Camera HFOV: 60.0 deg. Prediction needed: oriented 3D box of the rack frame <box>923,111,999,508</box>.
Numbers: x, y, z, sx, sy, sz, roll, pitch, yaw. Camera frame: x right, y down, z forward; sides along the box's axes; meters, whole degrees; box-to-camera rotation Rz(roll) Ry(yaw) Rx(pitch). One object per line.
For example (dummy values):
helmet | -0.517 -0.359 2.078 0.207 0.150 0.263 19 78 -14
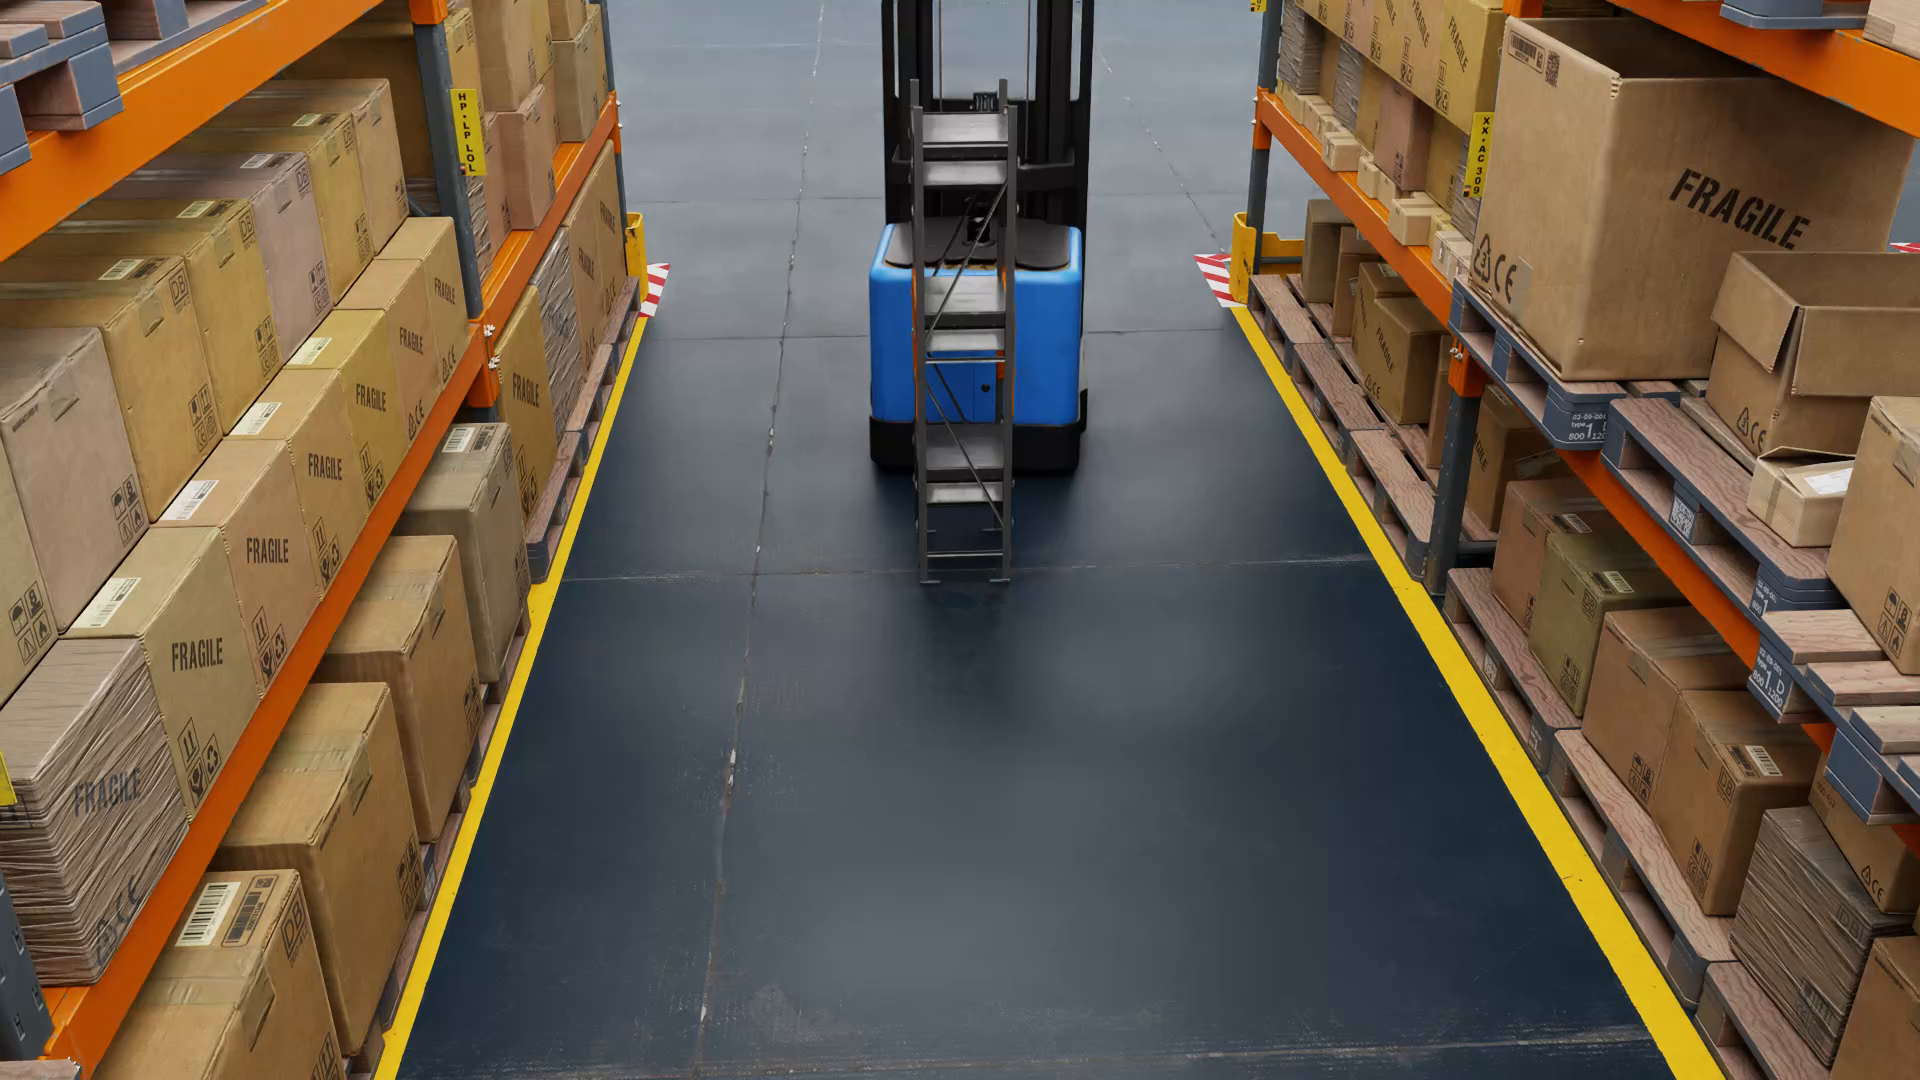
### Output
rack frame | -0.005 -0.967 7.334 0.380 1.831 0.006 -1 28 -3

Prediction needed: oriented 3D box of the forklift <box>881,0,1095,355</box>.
forklift | 0.160 -2.294 8.978 1.121 2.935 3.031 2 28 3

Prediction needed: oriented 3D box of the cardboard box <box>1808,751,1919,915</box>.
cardboard box | 2.660 0.756 4.472 0.500 0.250 0.500 2 28 3

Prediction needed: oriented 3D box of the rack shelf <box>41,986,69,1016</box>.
rack shelf | -2.300 0.111 4.860 0.919 0.124 3.809 -1 28 -3

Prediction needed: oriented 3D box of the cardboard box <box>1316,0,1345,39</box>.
cardboard box | 2.148 -2.862 8.483 0.500 0.500 0.500 -1 28 -3

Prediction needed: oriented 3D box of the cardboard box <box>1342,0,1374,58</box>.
cardboard box | 2.180 -2.632 8.041 0.500 0.500 0.500 -1 28 -3

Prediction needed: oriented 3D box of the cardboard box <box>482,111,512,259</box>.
cardboard box | -2.487 -1.535 7.287 0.875 0.550 0.550 -1 28 -3

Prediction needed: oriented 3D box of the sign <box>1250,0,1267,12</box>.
sign | 1.803 -3.336 9.966 0.100 0.325 0.005 -1 28 -3

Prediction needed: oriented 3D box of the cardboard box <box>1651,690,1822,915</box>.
cardboard box | 2.629 0.816 5.169 0.700 0.500 0.500 1 28 2

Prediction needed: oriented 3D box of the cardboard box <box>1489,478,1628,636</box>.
cardboard box | 2.564 0.079 6.582 0.700 0.500 0.500 -3 28 -7

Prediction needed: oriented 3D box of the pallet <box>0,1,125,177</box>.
pallet | -2.282 -0.740 2.886 1.213 0.211 1.003 0 28 0

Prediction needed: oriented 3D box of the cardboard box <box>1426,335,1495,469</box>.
cardboard box | 2.555 -2.010 8.730 1.144 2.239 2.984 7 28 14

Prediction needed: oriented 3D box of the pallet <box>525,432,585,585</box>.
pallet | -2.366 -0.162 7.832 1.003 0.211 1.213 -1 28 -3

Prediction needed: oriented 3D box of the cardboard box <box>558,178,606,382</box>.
cardboard box | -2.464 -1.419 9.070 0.875 0.875 0.875 -2 28 -3

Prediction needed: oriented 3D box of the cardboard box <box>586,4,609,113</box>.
cardboard box | -2.549 -2.788 9.691 0.875 0.550 0.550 -1 28 -3

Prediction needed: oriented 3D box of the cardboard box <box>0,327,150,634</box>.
cardboard box | -2.237 -0.127 3.560 0.700 0.500 0.500 -2 28 -3

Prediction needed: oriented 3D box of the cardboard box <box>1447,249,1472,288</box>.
cardboard box | 2.249 -1.099 6.885 0.380 0.149 0.250 -1 28 -3

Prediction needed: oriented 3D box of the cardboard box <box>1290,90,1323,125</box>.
cardboard box | 2.114 -2.485 9.542 0.380 0.149 0.250 -1 28 -3

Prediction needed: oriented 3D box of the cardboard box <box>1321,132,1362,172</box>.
cardboard box | 2.103 -2.022 8.654 0.380 0.149 0.250 -1 28 -3

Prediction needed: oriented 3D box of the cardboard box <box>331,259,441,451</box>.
cardboard box | -2.084 -0.622 5.590 0.500 0.500 0.500 -2 28 -3

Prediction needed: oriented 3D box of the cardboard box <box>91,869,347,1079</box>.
cardboard box | -2.138 1.330 3.935 1.050 0.750 0.750 -2 28 -3

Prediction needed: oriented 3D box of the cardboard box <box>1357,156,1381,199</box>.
cardboard box | 2.185 -1.792 8.214 0.380 0.149 0.250 -1 28 -3

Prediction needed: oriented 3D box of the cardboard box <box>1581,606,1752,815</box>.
cardboard box | 2.600 0.558 5.663 0.730 0.500 0.544 -2 28 -4

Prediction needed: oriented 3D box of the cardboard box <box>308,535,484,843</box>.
cardboard box | -2.236 0.496 5.533 1.050 0.750 0.750 -1 28 -3

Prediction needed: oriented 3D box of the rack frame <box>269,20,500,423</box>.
rack frame | -2.405 -1.045 6.510 1.000 3.000 0.127 -1 28 -3

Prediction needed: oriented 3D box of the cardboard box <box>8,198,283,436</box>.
cardboard box | -2.293 -0.599 4.466 0.700 0.500 0.500 -2 28 -3

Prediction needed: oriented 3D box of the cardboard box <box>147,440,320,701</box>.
cardboard box | -2.005 0.076 4.252 0.500 0.500 0.500 -1 28 -3

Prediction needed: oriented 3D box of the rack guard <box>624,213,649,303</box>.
rack guard | -2.615 -1.795 10.651 1.175 0.500 0.348 -1 28 -3

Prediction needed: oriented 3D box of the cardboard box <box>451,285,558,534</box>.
cardboard box | -2.368 -0.581 7.464 0.875 0.875 0.875 -1 28 -2

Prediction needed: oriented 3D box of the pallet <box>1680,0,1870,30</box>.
pallet | 2.537 -1.598 4.530 1.213 0.211 1.003 -1 28 -3

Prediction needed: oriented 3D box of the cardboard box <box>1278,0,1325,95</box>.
cardboard box | 2.346 -2.887 9.612 0.875 0.500 0.500 -1 28 -3

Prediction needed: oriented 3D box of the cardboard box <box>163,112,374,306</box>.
cardboard box | -2.344 -1.066 5.361 0.700 0.500 0.500 -2 28 -3

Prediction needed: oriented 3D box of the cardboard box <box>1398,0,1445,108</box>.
cardboard box | 2.228 -2.170 7.155 0.500 0.500 0.500 -1 28 -3

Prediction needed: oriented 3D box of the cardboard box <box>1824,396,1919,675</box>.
cardboard box | 2.565 -0.005 3.954 0.700 0.500 0.500 3 28 5

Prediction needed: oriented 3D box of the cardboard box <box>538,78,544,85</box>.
cardboard box | -2.526 -2.030 8.236 0.875 0.550 0.500 -1 28 -3

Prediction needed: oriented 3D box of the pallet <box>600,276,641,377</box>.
pallet | -2.494 -1.288 9.992 1.003 0.211 1.213 -1 28 -3

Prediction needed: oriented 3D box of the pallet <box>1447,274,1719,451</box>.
pallet | 2.448 -0.677 6.011 1.003 0.211 1.213 -1 28 -3

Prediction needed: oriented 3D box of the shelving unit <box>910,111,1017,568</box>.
shelving unit | -5.799 -2.069 6.045 12.070 5.092 0.667 -1 28 -3

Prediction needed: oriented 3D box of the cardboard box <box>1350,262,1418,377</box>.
cardboard box | 2.440 -1.190 9.036 0.500 0.500 0.500 1 28 2

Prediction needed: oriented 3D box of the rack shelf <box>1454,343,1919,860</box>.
rack shelf | 2.658 0.124 5.046 1.077 0.370 4.000 -1 28 -3

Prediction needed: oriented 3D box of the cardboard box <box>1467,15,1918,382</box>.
cardboard box | 2.455 -1.200 5.704 1.000 1.000 1.000 -1 28 -2

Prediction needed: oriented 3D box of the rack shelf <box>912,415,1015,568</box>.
rack shelf | 0.009 -0.222 7.448 0.431 0.518 0.480 -1 28 -3

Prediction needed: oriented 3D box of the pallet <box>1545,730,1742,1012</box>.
pallet | 2.663 1.043 5.523 1.003 0.211 1.213 -1 28 -3

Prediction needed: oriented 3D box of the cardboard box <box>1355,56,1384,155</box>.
cardboard box | 2.499 -2.047 8.162 0.875 0.649 0.860 -1 28 -3

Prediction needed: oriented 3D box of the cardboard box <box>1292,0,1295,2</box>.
cardboard box | 2.101 -3.324 9.369 0.500 0.500 0.500 -1 28 -3

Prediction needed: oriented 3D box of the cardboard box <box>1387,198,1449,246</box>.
cardboard box | 2.168 -1.444 7.547 0.380 0.149 0.250 -1 28 -3
